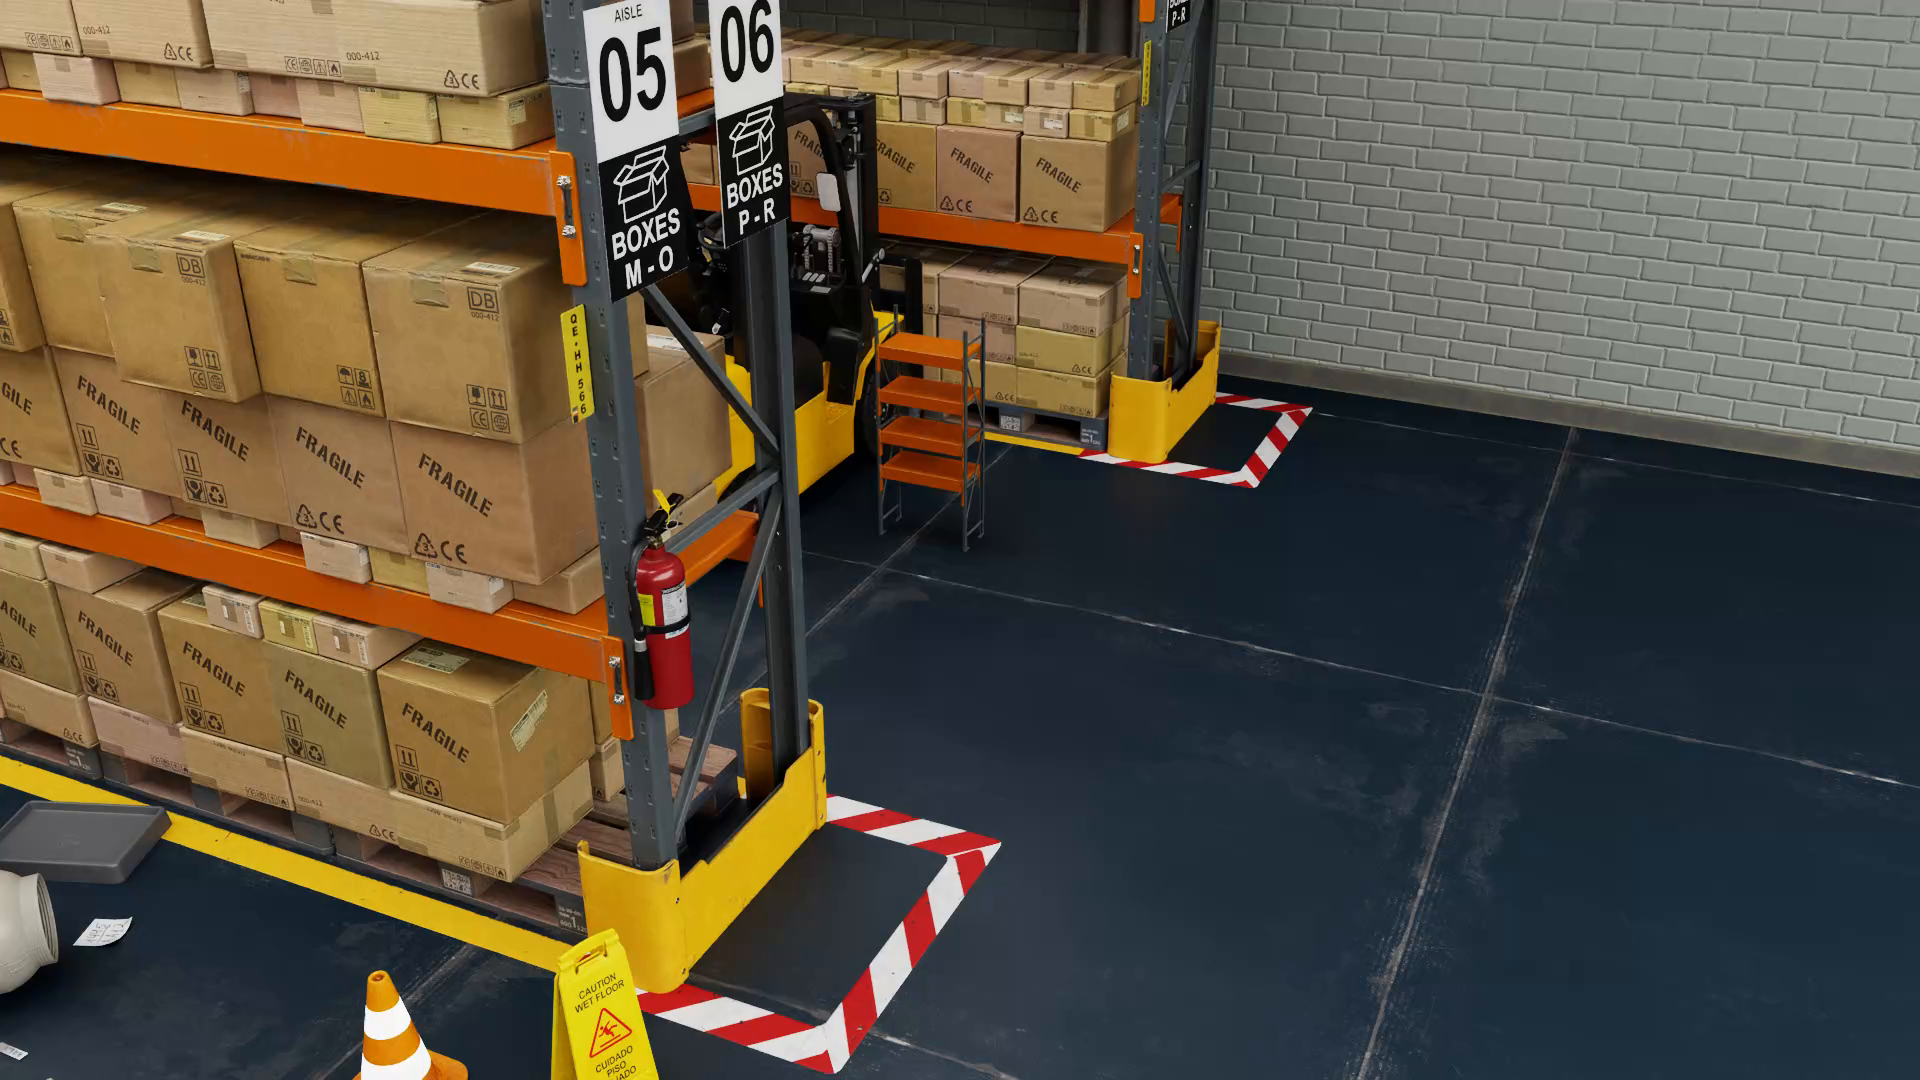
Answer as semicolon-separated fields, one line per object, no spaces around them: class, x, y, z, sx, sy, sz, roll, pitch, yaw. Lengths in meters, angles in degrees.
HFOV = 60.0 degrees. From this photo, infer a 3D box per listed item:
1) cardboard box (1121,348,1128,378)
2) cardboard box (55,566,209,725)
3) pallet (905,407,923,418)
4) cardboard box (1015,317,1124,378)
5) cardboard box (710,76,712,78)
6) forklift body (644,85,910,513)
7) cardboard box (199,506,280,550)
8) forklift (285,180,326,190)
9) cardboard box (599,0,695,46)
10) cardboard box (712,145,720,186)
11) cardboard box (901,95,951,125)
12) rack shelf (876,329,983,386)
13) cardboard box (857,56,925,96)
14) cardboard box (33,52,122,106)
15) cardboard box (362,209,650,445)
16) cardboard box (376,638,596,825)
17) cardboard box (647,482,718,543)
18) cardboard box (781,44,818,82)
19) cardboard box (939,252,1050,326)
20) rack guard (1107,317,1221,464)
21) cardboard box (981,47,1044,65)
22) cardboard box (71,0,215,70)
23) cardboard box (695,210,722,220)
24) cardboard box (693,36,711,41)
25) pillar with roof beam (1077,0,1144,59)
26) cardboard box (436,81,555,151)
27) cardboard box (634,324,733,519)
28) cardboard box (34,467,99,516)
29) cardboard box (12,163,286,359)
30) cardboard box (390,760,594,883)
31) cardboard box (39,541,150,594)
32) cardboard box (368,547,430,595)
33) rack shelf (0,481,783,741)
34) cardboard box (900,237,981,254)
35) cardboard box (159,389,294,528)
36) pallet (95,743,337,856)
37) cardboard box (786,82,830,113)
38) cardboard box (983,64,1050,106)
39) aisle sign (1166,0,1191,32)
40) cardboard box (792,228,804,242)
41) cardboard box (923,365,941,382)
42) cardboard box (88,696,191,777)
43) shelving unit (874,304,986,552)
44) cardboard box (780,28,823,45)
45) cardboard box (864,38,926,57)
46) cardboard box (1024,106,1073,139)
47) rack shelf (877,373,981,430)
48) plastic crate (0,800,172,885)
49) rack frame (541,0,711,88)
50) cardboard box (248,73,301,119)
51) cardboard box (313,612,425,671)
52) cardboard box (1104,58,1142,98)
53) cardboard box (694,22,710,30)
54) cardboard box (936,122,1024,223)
cardboard box;0.856;-1.172;10.373;0.500;0.250;0.500;11;28;22
cardboard box;-3.082;0.330;6.472;0.500;0.500;0.500;13;29;24
pallet;-0.598;-1.145;10.836;1.213;0.211;1.003;11;28;22
cardboard box;0.650;-1.191;9.846;0.500;0.250;0.500;11;28;21
cardboard box;-1.559;-2.794;10.182;0.250;0.149;0.380;12;29;23
forklift body;-1.259;-1.281;8.918;1.214;2.155;2.313;11;28;22
cardboard box;-2.451;-0.128;5.898;0.250;0.149;0.380;11;28;21
forklift;-3.512;-1.227;7.925;1.130;2.935;3.031;-11;28;-21
cardboard box;-1.177;-1.664;5.170;0.500;0.250;0.500;11;28;21
cardboard box;-1.181;-2.458;10.234;0.500;0.500;0.500;11;28;21
cardboard box;-0.149;-2.522;9.629;0.250;0.149;0.380;10;28;20
rack shelf;-0.151;-0.921;8.373;0.480;0.148;0.258;11;28;22
cardboard box;-0.394;-2.692;9.638;0.250;0.149;0.380;12;29;23
cardboard box;-2.686;-1.501;5.292;0.250;0.149;0.380;11;28;21
cardboard box;-1.384;-0.685;5.164;0.500;0.500;0.700;11;28;21
cardboard box;-1.666;0.615;5.894;0.500;0.500;0.500;12;28;22
cardboard box;-1.053;-0.085;5.812;0.250;0.149;0.380;11;28;22
cardboard box;-1.046;-2.869;9.996;0.250;0.149;0.380;11;28;22
cardboard box;0.207;-1.502;9.911;0.500;0.250;0.500;12;29;23
rack guard;1.244;-0.923;10.059;0.348;0.500;1.175;11;28;22
cardboard box;0.315;-2.821;9.899;0.250;0.149;0.380;12;28;22
cardboard box;-2.338;-1.635;5.112;0.500;0.250;0.500;12;29;23
cardboard box;-1.424;-2.085;11.095;0.500;0.250;0.500;11;28;21
cardboard box;-1.740;-3.018;10.299;0.250;0.149;0.380;11;28;21
pillar with roof beam;-0.821;-3.499;5.670;0.400;9.000;9.100;11;28;22
cardboard box;-1.270;-1.238;4.758;0.250;0.149;0.380;11;28;22
cardboard box;-1.145;-0.429;5.775;0.500;0.500;0.500;11;28;21
cardboard box;-3.156;-0.247;6.140;0.250;0.149;0.380;12;28;22
cardboard box;-2.746;-0.980;5.762;0.500;0.500;0.700;11;28;21
cardboard box;-1.698;0.949;6.065;0.500;0.250;0.500;11;28;22
cardboard box;-3.241;0.039;6.330;0.250;0.149;0.380;13;29;25
cardboard box;-1.759;0.021;5.597;0.250;0.149;0.380;11;28;21
rack shelf;-2.650;-0.095;6.362;4.000;0.370;1.077;11;28;22
cardboard box;-0.044;-1.802;10.520;0.500;0.250;0.500;11;28;21
cardboard box;-2.345;-0.406;5.728;0.500;0.500;0.500;11;28;22
pallet;-2.730;0.798;6.890;1.213;0.211;1.003;11;28;22
cardboard box;-0.838;-2.662;9.912;0.250;0.149;0.380;11;28;21
cardboard box;0.322;-2.569;9.387;0.250;0.149;0.380;12;29;23
aisle sign;1.160;-3.085;8.677;0.004;0.787;0.394;11;28;22
cardboard box;-1.190;-1.785;10.486;0.500;0.250;0.500;12;29;24
cardboard box;-0.237;-1.153;10.333;0.500;0.250;0.500;12;29;22
cardboard box;-3.070;0.667;6.637;0.500;0.250;0.500;11;28;21
shelving unit;-0.151;-0.569;8.546;0.503;1.200;0.258;11;28;22
cardboard box;-1.064;-3.131;10.530;0.250;0.149;0.380;11;28;21
cardboard box;-0.391;-2.960;10.182;0.250;0.149;0.380;12;28;22
cardboard box;0.546;-2.370;9.321;0.250;0.149;0.380;12;29;23
rack shelf;-0.151;-0.709;8.477;0.480;0.148;0.258;11;28;22
plastic crate;-3.381;1.143;6.338;0.583;0.080;0.402;2;26;4
rack frame;-0.829;-2.744;4.136;0.127;3.000;1.000;11;28;22
cardboard box;-1.941;-1.406;5.098;0.250;0.149;0.380;12;28;22
cardboard box;-2.028;0.283;5.832;0.250;0.149;0.380;12;29;23
cardboard box;1.005;-2.666;9.584;0.250;0.149;0.380;11;28;21
cardboard box;-1.792;-3.250;10.772;0.250;0.149;0.380;11;28;20
cardboard box;0.197;-2.177;9.662;0.500;0.500;0.500;12;29;23
